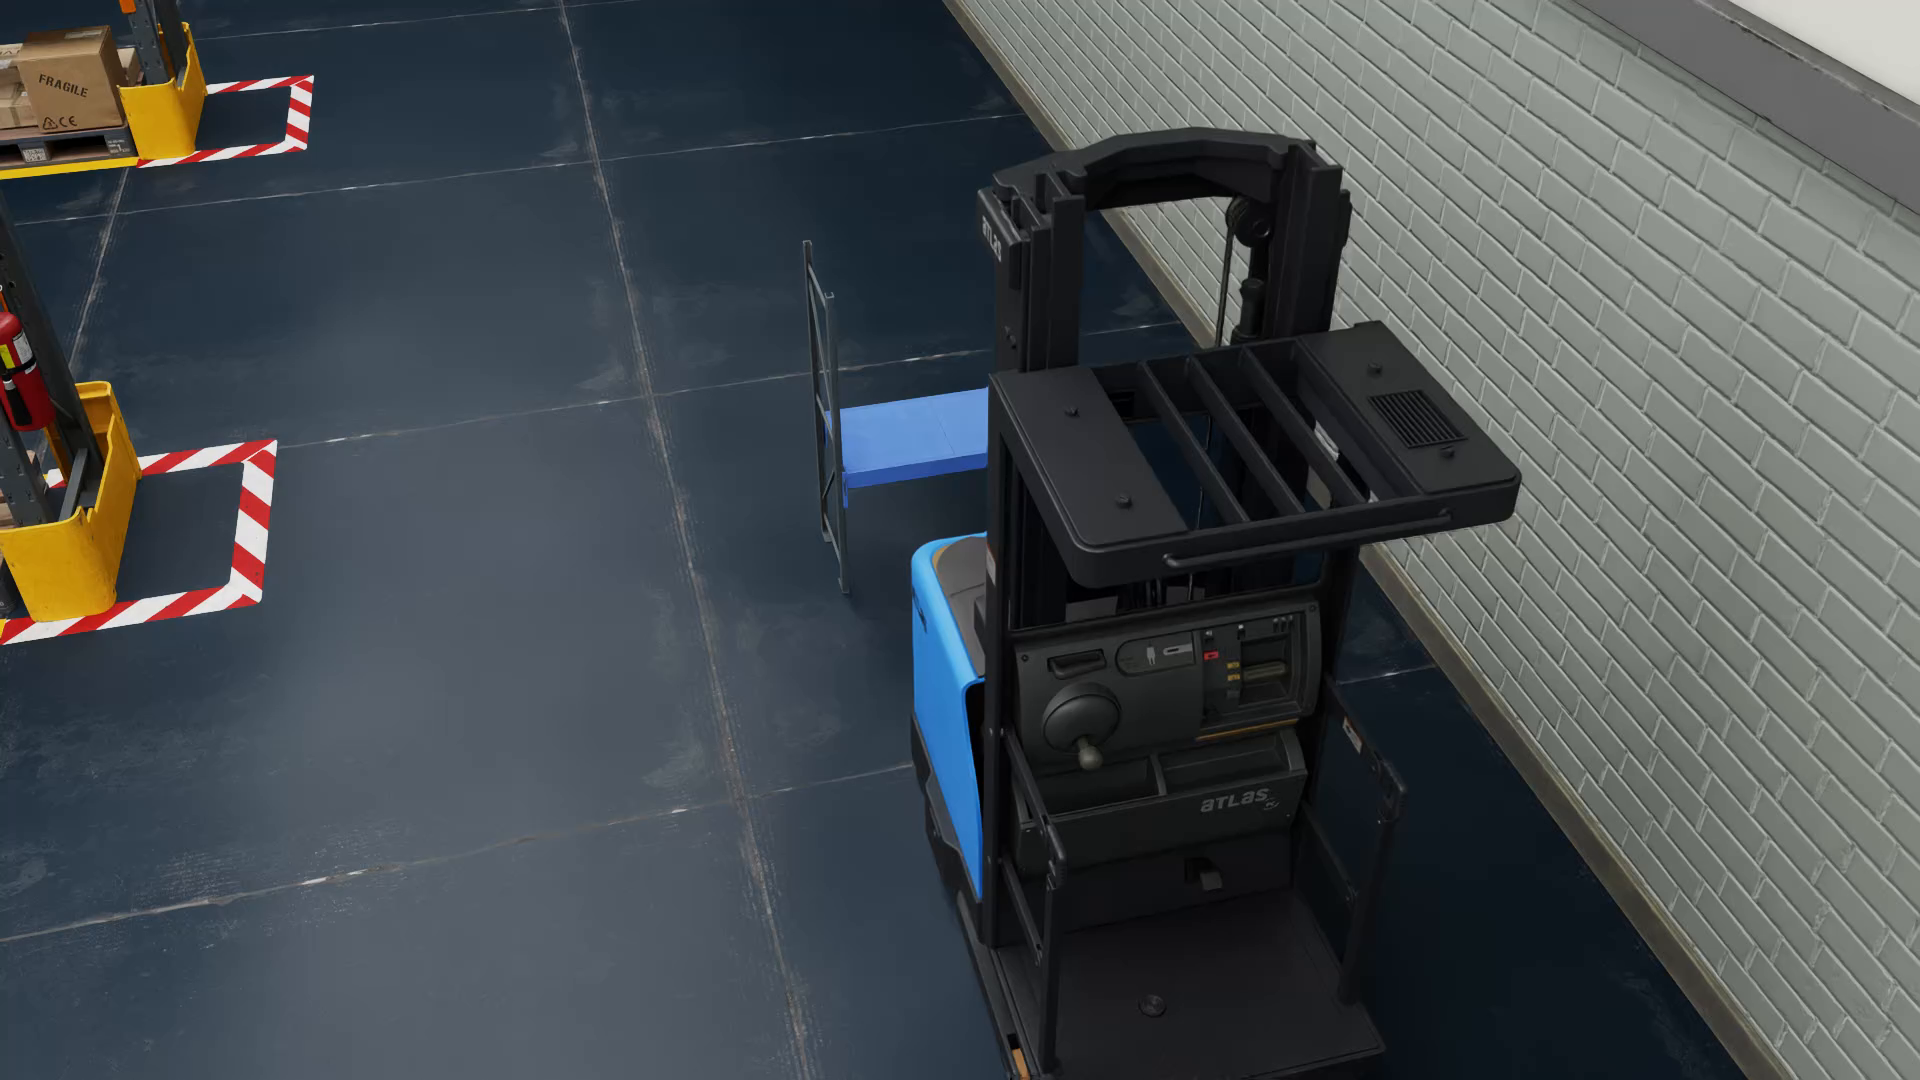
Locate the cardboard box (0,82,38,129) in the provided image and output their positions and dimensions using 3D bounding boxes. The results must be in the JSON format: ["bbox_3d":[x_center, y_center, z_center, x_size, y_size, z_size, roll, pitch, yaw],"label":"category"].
[{"bbox_3d":[-6.237,-2.892,11.031,0.250,0.166,0.380,-9,38,-12],"label":"cardboard box"}]

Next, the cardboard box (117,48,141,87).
[{"bbox_3d":[-5.856,-3.262,11.530,0.250,0.149,0.380,-9,38,-12],"label":"cardboard box"}]

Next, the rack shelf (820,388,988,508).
[{"bbox_3d":[-0.082,-0.439,7.386,1.000,0.185,0.538,-9,38,-12],"label":"rack shelf"}]

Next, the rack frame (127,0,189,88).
[{"bbox_3d":[-5.362,-4.084,10.621,0.127,3.000,1.000,-9,38,-12],"label":"rack frame"}]

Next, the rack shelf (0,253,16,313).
[{"bbox_3d":[-6.005,-0.576,6.626,4.000,0.370,1.077,-9,38,-12],"label":"rack shelf"}]

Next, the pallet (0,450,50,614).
[{"bbox_3d":[-4.880,0.037,7.528,1.213,0.211,1.003,-9,38,-12],"label":"pallet"}]

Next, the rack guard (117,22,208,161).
[{"bbox_3d":[-5.435,-3.080,11.364,0.348,0.500,1.175,-9,38,-12],"label":"rack guard"}]

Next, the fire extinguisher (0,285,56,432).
[{"bbox_3d":[-3.810,-0.757,6.641,0.183,0.674,0.296,-9,38,-12],"label":"fire extinguisher"}]

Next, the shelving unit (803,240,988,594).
[{"bbox_3d":[-0.082,-0.582,7.277,1.048,1.500,0.538,-9,38,-12],"label":"shelving unit"}]

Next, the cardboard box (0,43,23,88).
[{"bbox_3d":[-6.444,-3.168,11.324,0.500,0.250,0.500,-9,38,-12],"label":"cardboard box"}]

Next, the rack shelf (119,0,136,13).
[{"bbox_3d":[-7.293,-3.482,10.425,4.000,0.370,1.077,-9,38,-12],"label":"rack shelf"}]

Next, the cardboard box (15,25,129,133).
[{"bbox_3d":[-5.823,-3.036,10.945,0.500,0.500,0.500,-9,38,-12],"label":"cardboard box"}]

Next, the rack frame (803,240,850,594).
[{"bbox_3d":[-0.573,-0.502,7.171,0.032,1.500,0.500,-9,38,-12],"label":"rack frame"}]

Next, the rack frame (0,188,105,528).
[{"bbox_3d":[-4.074,-1.178,6.822,0.127,3.000,1.000,-9,38,-12],"label":"rack frame"}]

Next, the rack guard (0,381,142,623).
[{"bbox_3d":[-4.054,-0.197,7.596,0.348,0.500,1.175,-9,38,-12],"label":"rack guard"}]

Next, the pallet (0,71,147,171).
[{"bbox_3d":[-6.205,-2.838,11.286,1.213,0.211,1.003,-9,38,-12],"label":"pallet"}]

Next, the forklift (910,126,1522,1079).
[{"bbox_3d":[0.673,0.491,4.695,1.130,2.935,3.031,-9,38,-11],"label":"forklift"}]
